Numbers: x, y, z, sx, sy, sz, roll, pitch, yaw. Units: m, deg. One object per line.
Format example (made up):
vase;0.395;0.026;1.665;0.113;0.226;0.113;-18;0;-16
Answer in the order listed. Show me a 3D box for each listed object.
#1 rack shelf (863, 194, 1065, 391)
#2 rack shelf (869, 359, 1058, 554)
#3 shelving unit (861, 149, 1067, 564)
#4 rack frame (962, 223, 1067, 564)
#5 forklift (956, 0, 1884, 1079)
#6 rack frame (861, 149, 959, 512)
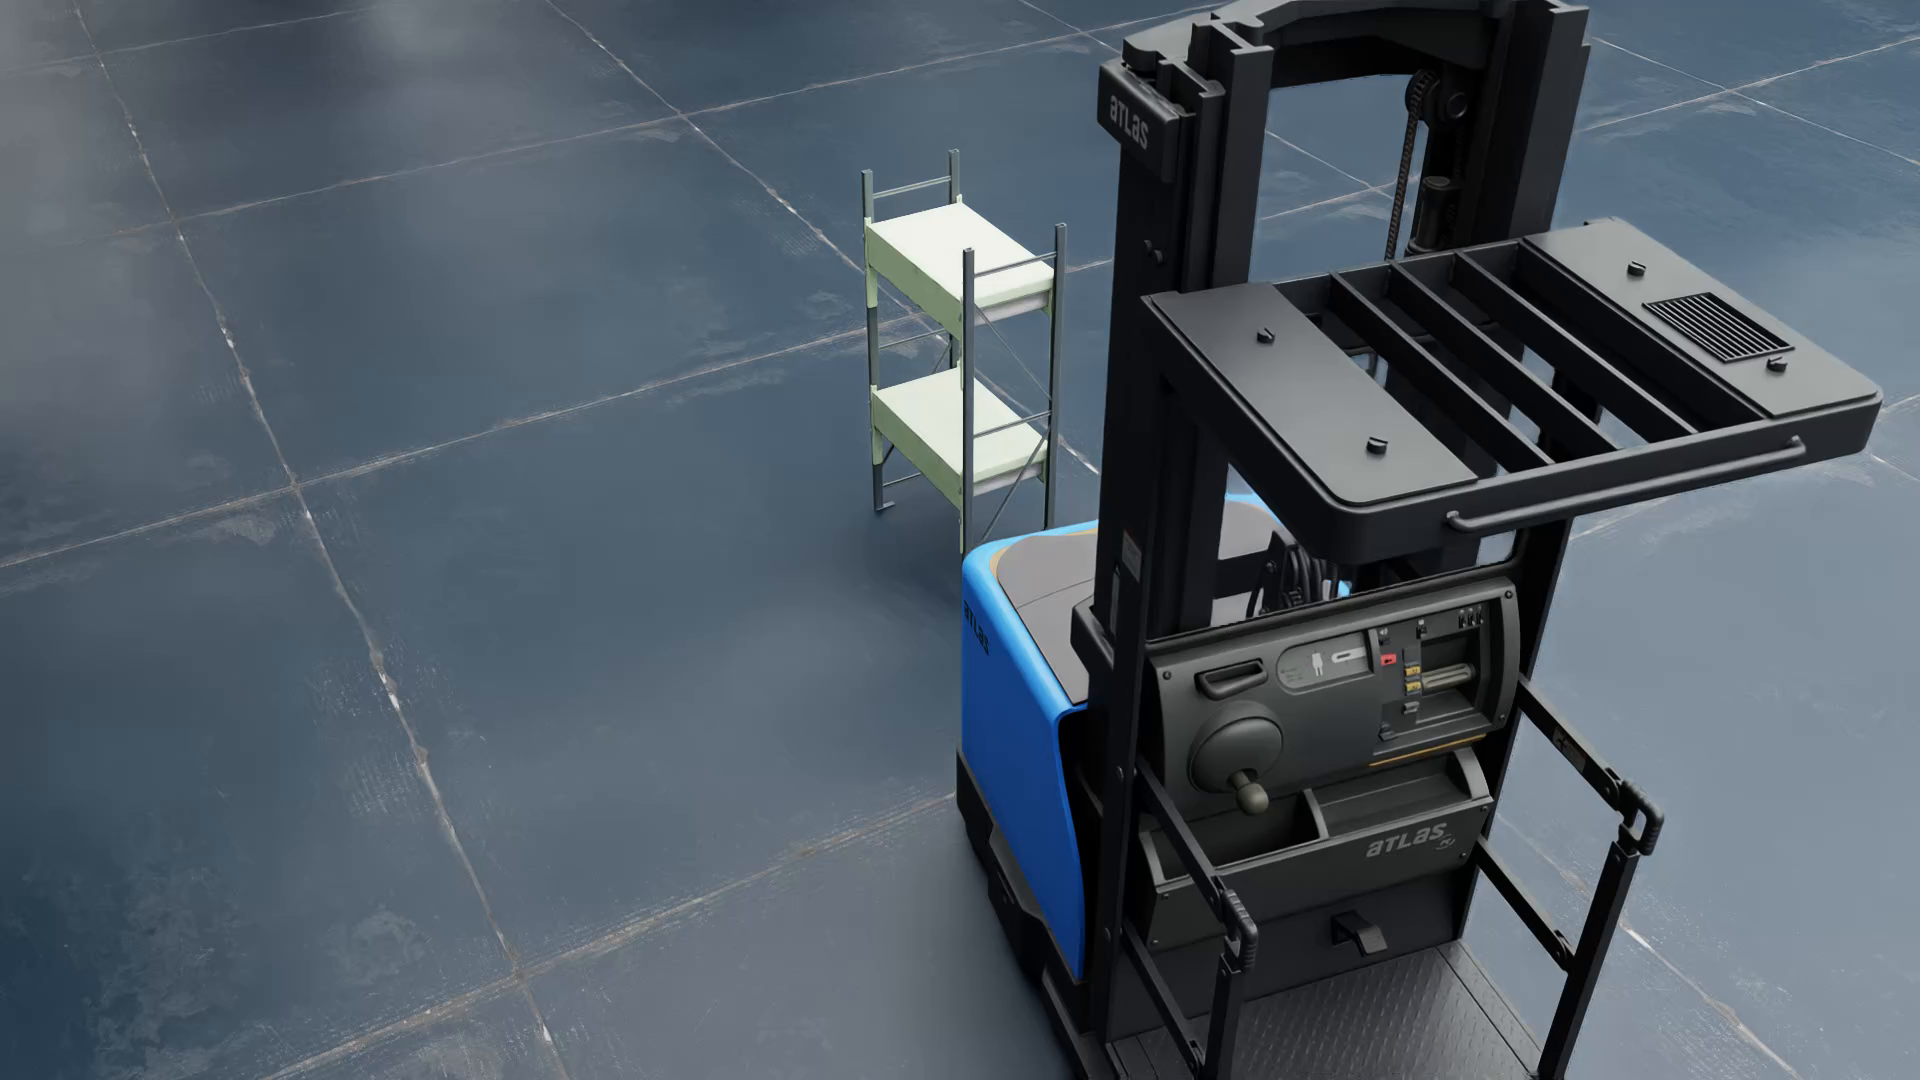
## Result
rack shelf;0.003;-0.917;6.073;0.431;0.370;0.720;-19;40;-24
rack shelf;0.003;-0.339;6.495;0.431;0.370;0.720;-19;40;-24
shelving unit;0.003;-0.602;6.303;0.431;1.500;0.755;-19;40;-24
rack frame;0.187;-0.416;6.047;0.400;1.500;0.023;-19;40;-24
forklift;0.953;0.430;3.676;1.130;2.935;3.031;-12;38;-15
rack frame;-0.181;-0.789;6.559;0.400;1.500;0.023;-19;40;-24
